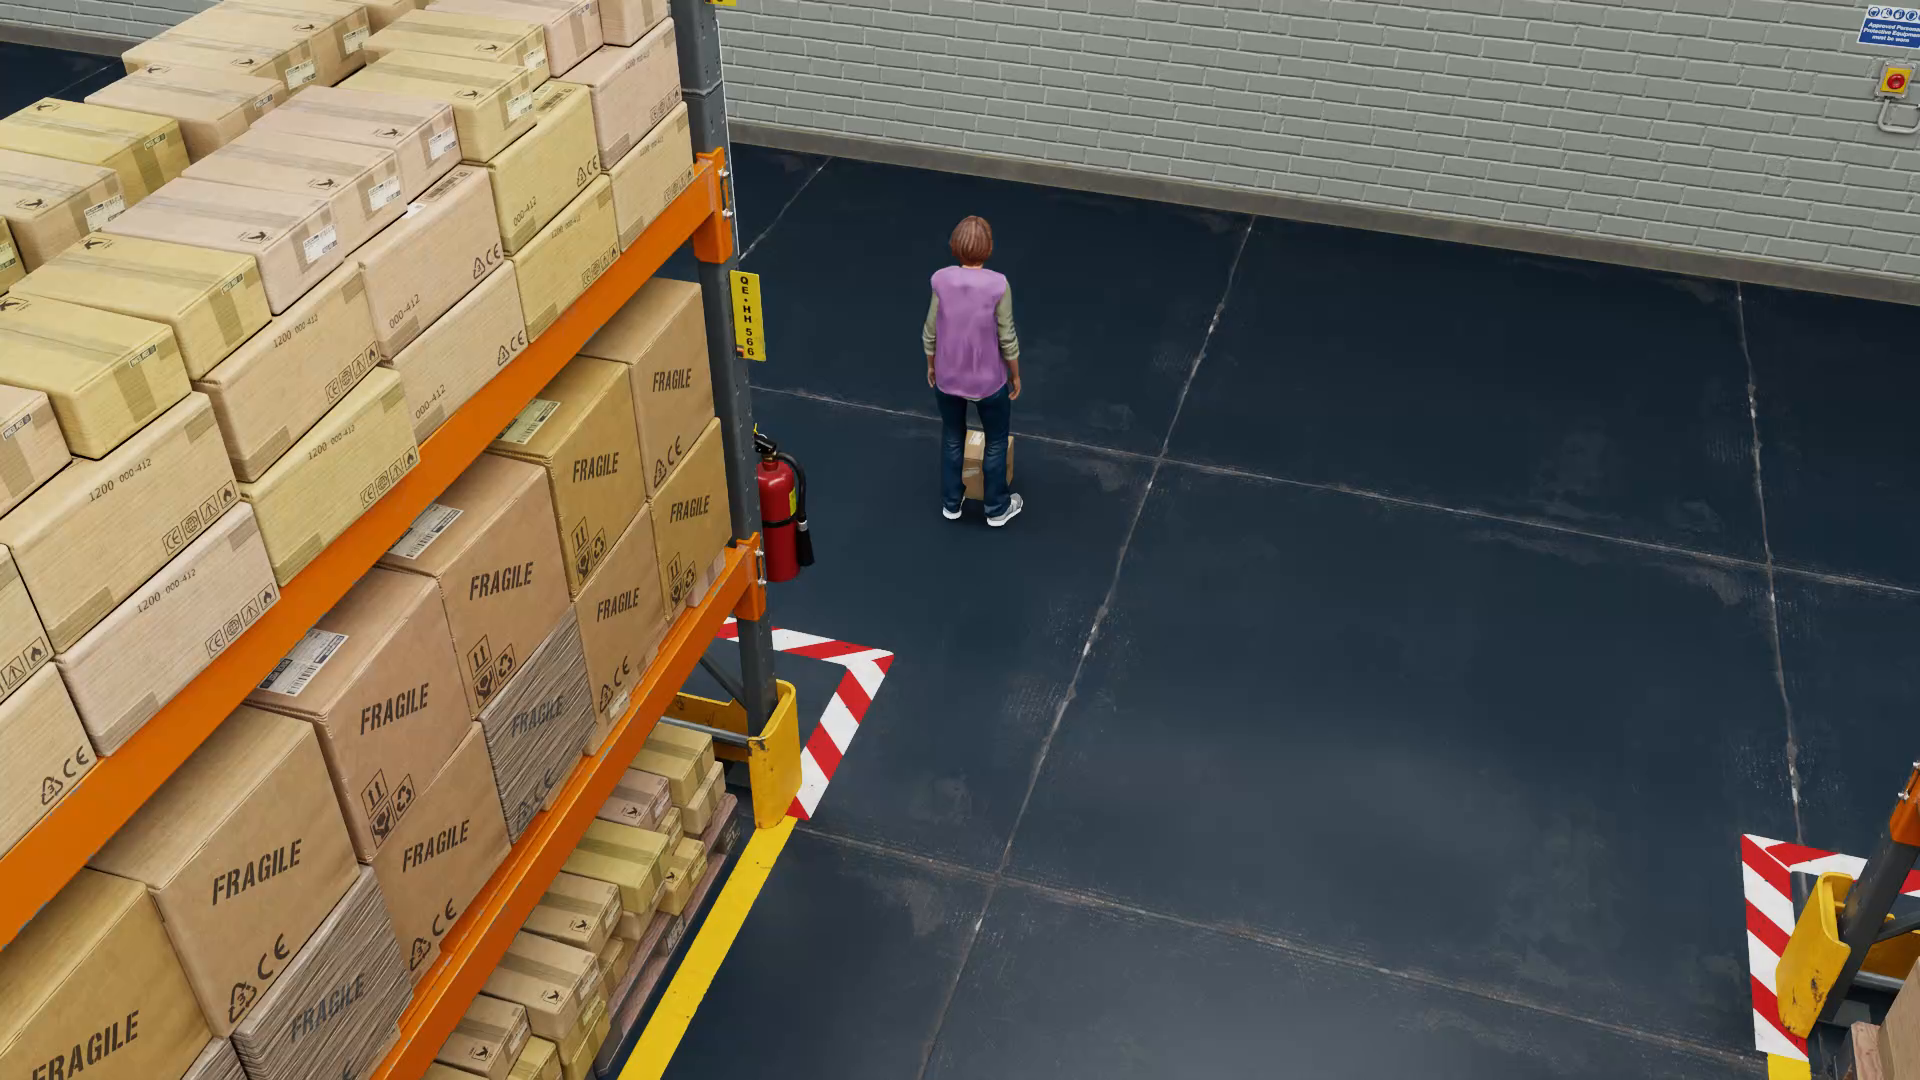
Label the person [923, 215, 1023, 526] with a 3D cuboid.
[{"bbox_3d":[0.060,-0.772,7.903,0.470,1.591,0.350,10,39,13],"label":"person"}]
